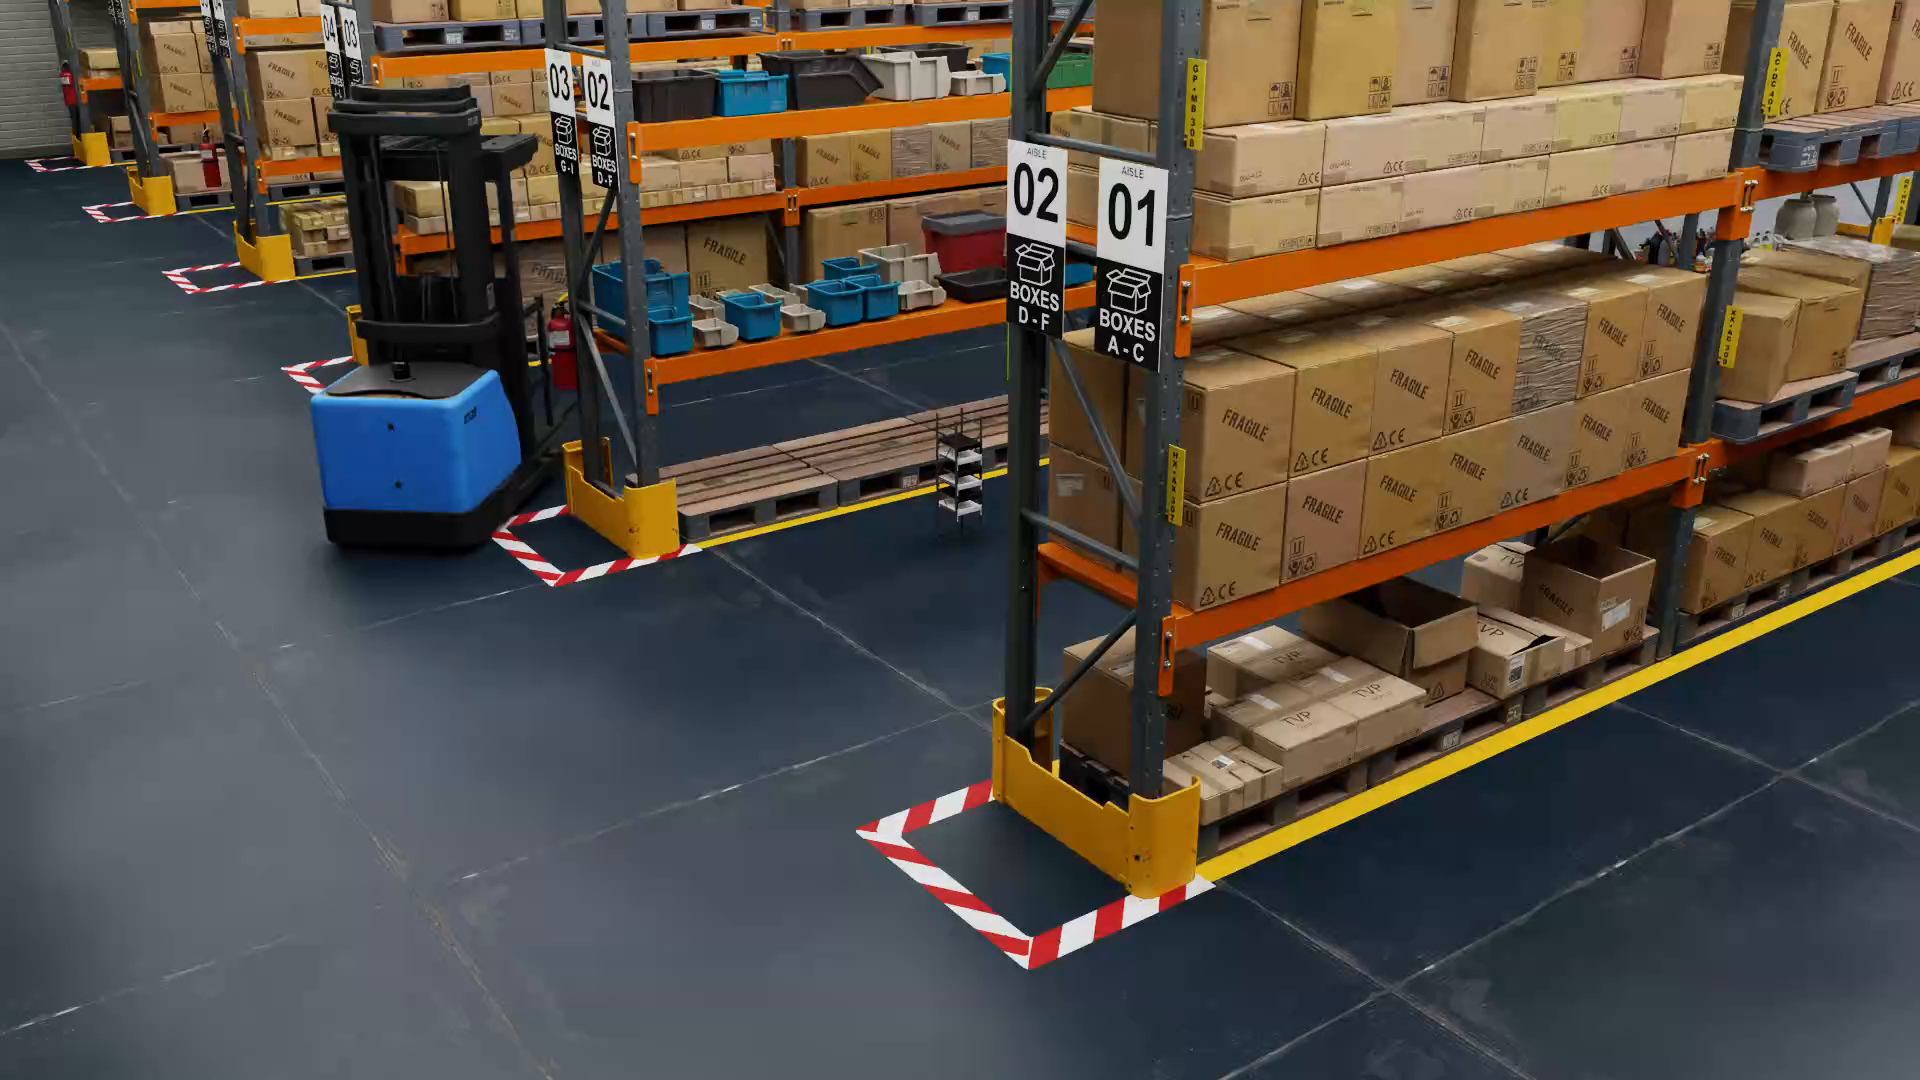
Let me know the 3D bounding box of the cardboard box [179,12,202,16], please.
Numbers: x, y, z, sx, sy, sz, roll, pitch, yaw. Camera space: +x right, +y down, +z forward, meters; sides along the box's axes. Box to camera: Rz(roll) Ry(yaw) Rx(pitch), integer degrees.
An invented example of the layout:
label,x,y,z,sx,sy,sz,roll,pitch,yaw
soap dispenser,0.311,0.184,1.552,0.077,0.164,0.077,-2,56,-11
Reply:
label,x,y,z,sx,sy,sz,roll,pitch,yaw
cardboard box,-12.176,-8.196,26.678,0.500,0.500,0.500,-14,26,-32

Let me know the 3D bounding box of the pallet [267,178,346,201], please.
label,x,y,z,sx,sy,sz,roll,pitch,yaw
pallet,-9.424,-5.109,23.914,1.213,0.211,1.003,-15,26,-33

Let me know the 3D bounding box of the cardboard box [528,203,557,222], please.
label,x,y,z,sx,sy,sz,roll,pitch,yaw
cardboard box,-3.916,-3.047,15.324,0.250,0.149,0.380,-16,27,-34

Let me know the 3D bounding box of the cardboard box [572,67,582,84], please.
label,x,y,z,sx,sy,sz,roll,pitch,yaw
cardboard box,-6.003,-7.081,25.296,0.500,0.250,0.500,-15,26,-34

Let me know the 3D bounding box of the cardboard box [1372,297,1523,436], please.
label,x,y,z,sx,sy,sz,roll,pitch,yaw
cardboard box,2.308,-0.842,7.976,0.500,0.500,0.500,-15,26,-33

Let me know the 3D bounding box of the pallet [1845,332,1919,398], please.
label,x,y,z,sx,sy,sz,roll,pitch,yaw
pallet,5.471,-1.202,10.621,1.213,0.211,1.003,-15,26,-33

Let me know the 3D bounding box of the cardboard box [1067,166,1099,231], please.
label,x,y,z,sx,sy,sz,roll,pitch,yaw
cardboard box,0.816,-1.496,7.254,0.500,0.250,0.500,-15,26,-33

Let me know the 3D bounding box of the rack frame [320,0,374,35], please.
label,x,y,z,sx,sy,sz,roll,pitch,yaw
rack frame,-5.230,-5.750,13.663,0.127,3.000,1.000,-15,26,-33

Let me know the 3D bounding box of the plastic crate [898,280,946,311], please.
label,x,y,z,sx,sy,sz,roll,pitch,yaw
plastic crate,-0.328,-1.777,12.077,0.466,0.136,0.293,-15,26,-33

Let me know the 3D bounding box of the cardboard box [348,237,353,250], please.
label,x,y,z,sx,sy,sz,roll,pitch,yaw
cardboard box,-7.070,-3.503,19.407,0.250,0.149,0.380,-15,26,-32

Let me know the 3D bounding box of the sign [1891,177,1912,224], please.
label,x,y,z,sx,sy,sz,roll,pitch,yaw
sign,6.720,-2.418,11.846,0.005,0.325,0.100,-15,26,-33

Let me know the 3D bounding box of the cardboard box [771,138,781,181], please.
label,x,y,z,sx,sy,sz,roll,pitch,yaw
cardboard box,-1.763,-4.059,17.386,0.500,0.500,0.500,-15,26,-33

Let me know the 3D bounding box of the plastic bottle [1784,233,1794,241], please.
label,x,y,z,sx,sy,sz,roll,pitch,yaw
plastic bottle,9.332,-3.319,18.738,0.133,0.283,0.061,-14,26,-32

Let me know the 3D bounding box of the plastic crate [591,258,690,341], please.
label,x,y,z,sx,sy,sz,roll,pitch,yaw
plastic crate,-2.174,-1.646,11.346,0.499,0.435,0.616,-15,26,-33

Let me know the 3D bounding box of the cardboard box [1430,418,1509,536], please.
label,x,y,z,sx,sy,sz,roll,pitch,yaw
cardboard box,2.299,-0.374,8.152,0.500,0.500,0.500,-15,26,-32

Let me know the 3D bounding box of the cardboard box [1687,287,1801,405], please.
label,x,y,z,sx,sy,sz,roll,pitch,yaw
cardboard box,4.315,-1.125,9.466,0.700,0.500,0.500,14,26,32

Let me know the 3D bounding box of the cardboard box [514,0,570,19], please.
label,x,y,z,sx,sy,sz,roll,pitch,yaw
cardboard box,-3.920,-4.985,14.958,0.500,0.500,0.700,-17,27,-36

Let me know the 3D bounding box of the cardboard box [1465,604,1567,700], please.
label,x,y,z,sx,sy,sz,roll,pitch,yaw
cardboard box,2.894,0.567,8.961,0.500,0.311,0.500,-15,26,-33

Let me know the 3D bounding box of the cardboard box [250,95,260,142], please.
label,x,y,z,sx,sy,sz,roll,pitch,yaw
cardboard box,-7.830,-4.837,18.934,0.500,0.500,0.500,-14,26,-32

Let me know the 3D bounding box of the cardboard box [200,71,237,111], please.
label,x,y,z,sx,sy,sz,roll,pitch,yaw
cardboard box,-10.066,-6.127,22.568,0.500,0.500,0.500,-15,26,-34

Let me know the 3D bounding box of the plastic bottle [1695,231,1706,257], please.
label,x,y,z,sx,sy,sz,roll,pitch,yaw
plastic bottle,8.373,-3.353,18.823,0.133,0.283,0.061,-15,26,-33

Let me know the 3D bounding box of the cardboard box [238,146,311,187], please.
label,x,y,z,sx,sy,sz,roll,pitch,yaw
cardboard box,-9.802,-5.323,23.580,0.875,0.438,0.875,-14,26,-31

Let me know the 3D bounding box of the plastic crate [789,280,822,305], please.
label,x,y,z,sx,sy,sz,roll,pitch,yaw
plastic crate,-1.096,-1.805,12.148,0.250,0.136,0.298,-15,26,-33

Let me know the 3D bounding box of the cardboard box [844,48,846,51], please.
label,x,y,z,sx,sy,sz,roll,pitch,yaw
cardboard box,-1.946,-8.308,27.941,0.250,0.149,0.380,-15,26,-34

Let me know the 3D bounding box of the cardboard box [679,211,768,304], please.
label,x,y,z,sx,sy,sz,roll,pitch,yaw
cardboard box,-2.565,-2.919,16.963,0.875,0.875,0.875,-15,26,-33

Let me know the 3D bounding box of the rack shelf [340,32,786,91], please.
label,x,y,z,sx,sy,sz,roll,pitch,yaw
rack shelf,-3.606,-4.455,15.438,4.000,0.370,1.077,-15,26,-33

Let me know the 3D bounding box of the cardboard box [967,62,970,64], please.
label,x,y,z,sx,sy,sz,roll,pitch,yaw
cardboard box,-0.208,-6.491,23.482,0.500,0.500,0.500,-15,26,-33

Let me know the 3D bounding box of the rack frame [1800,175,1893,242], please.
label,x,y,z,sx,sy,sz,roll,pitch,yaw
rack frame,10.651,-4.936,19.720,0.127,3.000,1.000,-15,26,-33

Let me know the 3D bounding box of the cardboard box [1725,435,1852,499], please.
label,x,y,z,sx,sy,sz,roll,pitch,yaw
cardboard box,5.146,-0.488,10.338,0.500,0.250,0.500,-15,26,-33

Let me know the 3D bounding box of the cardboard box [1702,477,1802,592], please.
label,x,y,z,sx,sy,sz,roll,pitch,yaw
cardboard box,4.761,-0.042,10.232,0.500,0.500,0.500,-14,26,-32

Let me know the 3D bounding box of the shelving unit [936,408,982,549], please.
label,x,y,z,sx,sy,sz,roll,pitch,yaw
shelving unit,-0.007,-0.416,11.225,0.210,0.900,0.258,-15,26,-33

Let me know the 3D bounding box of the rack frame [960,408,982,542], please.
label,x,y,z,sx,sy,sz,roll,pitch,yaw
rack frame,0.076,-0.438,11.280,0.006,0.900,0.240,-15,26,-33

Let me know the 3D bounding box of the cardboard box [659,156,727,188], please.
label,x,y,z,sx,sy,sz,roll,pitch,yaw
cardboard box,-2.606,-3.610,16.198,0.500,0.250,0.500,-14,26,-31

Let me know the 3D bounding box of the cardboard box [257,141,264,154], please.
label,x,y,z,sx,sy,sz,roll,pitch,yaw
cardboard box,-7.945,-4.516,19.006,0.250,0.149,0.380,-15,26,-33

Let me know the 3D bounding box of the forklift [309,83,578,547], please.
label,x,y,z,sx,sy,sz,roll,pitch,yaw
forklift,-3.621,-1.819,12.000,1.130,2.935,3.031,2,22,5

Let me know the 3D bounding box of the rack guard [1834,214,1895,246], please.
label,x,y,z,sx,sy,sz,roll,pitch,yaw
rack guard,10.617,-3.745,20.107,0.348,0.500,1.175,-15,26,-33

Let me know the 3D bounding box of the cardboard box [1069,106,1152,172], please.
label,x,y,z,sx,sy,sz,roll,pitch,yaw
cardboard box,0.821,-1.726,7.155,0.500,0.250,0.500,-15,26,-33

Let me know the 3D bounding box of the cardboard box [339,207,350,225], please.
label,x,y,z,sx,sy,sz,roll,pitch,yaw
cardboard box,-6.988,-3.748,19.218,0.250,0.149,0.380,-15,26,-33

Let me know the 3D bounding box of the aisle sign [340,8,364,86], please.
label,x,y,z,sx,sy,sz,roll,pitch,yaw
aisle sign,-5.113,-4.065,14.028,0.004,0.787,0.394,-15,26,-33

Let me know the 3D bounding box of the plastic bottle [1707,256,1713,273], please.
label,x,y,z,sx,sy,sz,roll,pitch,yaw
plastic bottle,8.084,-2.956,17.940,0.097,0.201,0.097,0,22,0

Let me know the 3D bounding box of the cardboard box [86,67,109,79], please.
label,x,y,z,sx,sy,sz,roll,pitch,yaw
cardboard box,-13.492,-7.309,26.005,0.250,0.149,0.380,-15,26,-33

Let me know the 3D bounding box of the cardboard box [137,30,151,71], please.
label,x,y,z,sx,sy,sz,roll,pitch,yaw
cardboard box,-10.765,-6.632,22.484,0.500,0.500,0.500,-14,26,-31

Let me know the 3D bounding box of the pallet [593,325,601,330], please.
label,x,y,z,sx,sy,sz,roll,pitch,yaw
pallet,-3.637,-2.127,16.443,1.213,0.211,1.003,-15,26,-33

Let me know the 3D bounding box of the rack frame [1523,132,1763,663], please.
label,x,y,z,sx,sy,sz,roll,pitch,yaw
rack frame,3.800,-0.848,9.474,0.127,3.000,1.000,-15,26,-33

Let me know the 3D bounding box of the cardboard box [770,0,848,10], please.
label,x,y,z,sx,sy,sz,roll,pitch,yaw
cardboard box,-1.518,-5.592,16.615,0.500,0.500,0.700,-14,26,-32

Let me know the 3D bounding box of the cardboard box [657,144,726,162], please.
label,x,y,z,sx,sy,sz,roll,pitch,yaw
cardboard box,-2.609,-3.959,16.059,0.500,0.500,0.500,-15,26,-32

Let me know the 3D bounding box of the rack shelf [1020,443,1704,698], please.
label,x,y,z,sx,sy,sz,roll,pitch,yaw
rack shelf,2.176,-0.081,8.523,4.000,0.370,1.077,-15,26,-33

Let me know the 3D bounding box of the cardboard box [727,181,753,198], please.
label,x,y,z,sx,sy,sz,roll,pitch,yaw
cardboard box,-2.248,-3.492,16.439,0.250,0.149,0.380,-14,26,-32

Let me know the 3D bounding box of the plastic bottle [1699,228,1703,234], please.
label,x,y,z,sx,sy,sz,roll,pitch,yaw
plastic bottle,8.473,-3.435,19.045,0.097,0.271,0.097,0,22,0

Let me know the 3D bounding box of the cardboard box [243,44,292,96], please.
label,x,y,z,sx,sy,sz,roll,pitch,yaw
cardboard box,-7.818,-5.300,18.746,0.500,0.500,0.500,-16,27,-34

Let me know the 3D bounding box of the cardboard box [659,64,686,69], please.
label,x,y,z,sx,sy,sz,roll,pitch,yaw
cardboard box,-3.742,-6.066,21.521,0.250,0.149,0.380,-16,27,-35

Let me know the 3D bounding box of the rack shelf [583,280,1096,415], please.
label,x,y,z,sx,sy,sz,roll,pitch,yaw
rack shelf,-0.714,-1.572,12.259,4.000,0.370,1.077,-15,26,-33

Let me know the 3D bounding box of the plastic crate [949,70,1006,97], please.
label,x,y,z,sx,sy,sz,roll,pitch,yaw
plastic crate,0.100,-3.220,11.727,0.466,0.136,0.293,-15,26,-33

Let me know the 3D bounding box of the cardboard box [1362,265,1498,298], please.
label,x,y,z,sx,sy,sz,roll,pitch,yaw
cardboard box,2.417,-1.119,8.668,0.500,0.500,0.500,-16,27,-34
